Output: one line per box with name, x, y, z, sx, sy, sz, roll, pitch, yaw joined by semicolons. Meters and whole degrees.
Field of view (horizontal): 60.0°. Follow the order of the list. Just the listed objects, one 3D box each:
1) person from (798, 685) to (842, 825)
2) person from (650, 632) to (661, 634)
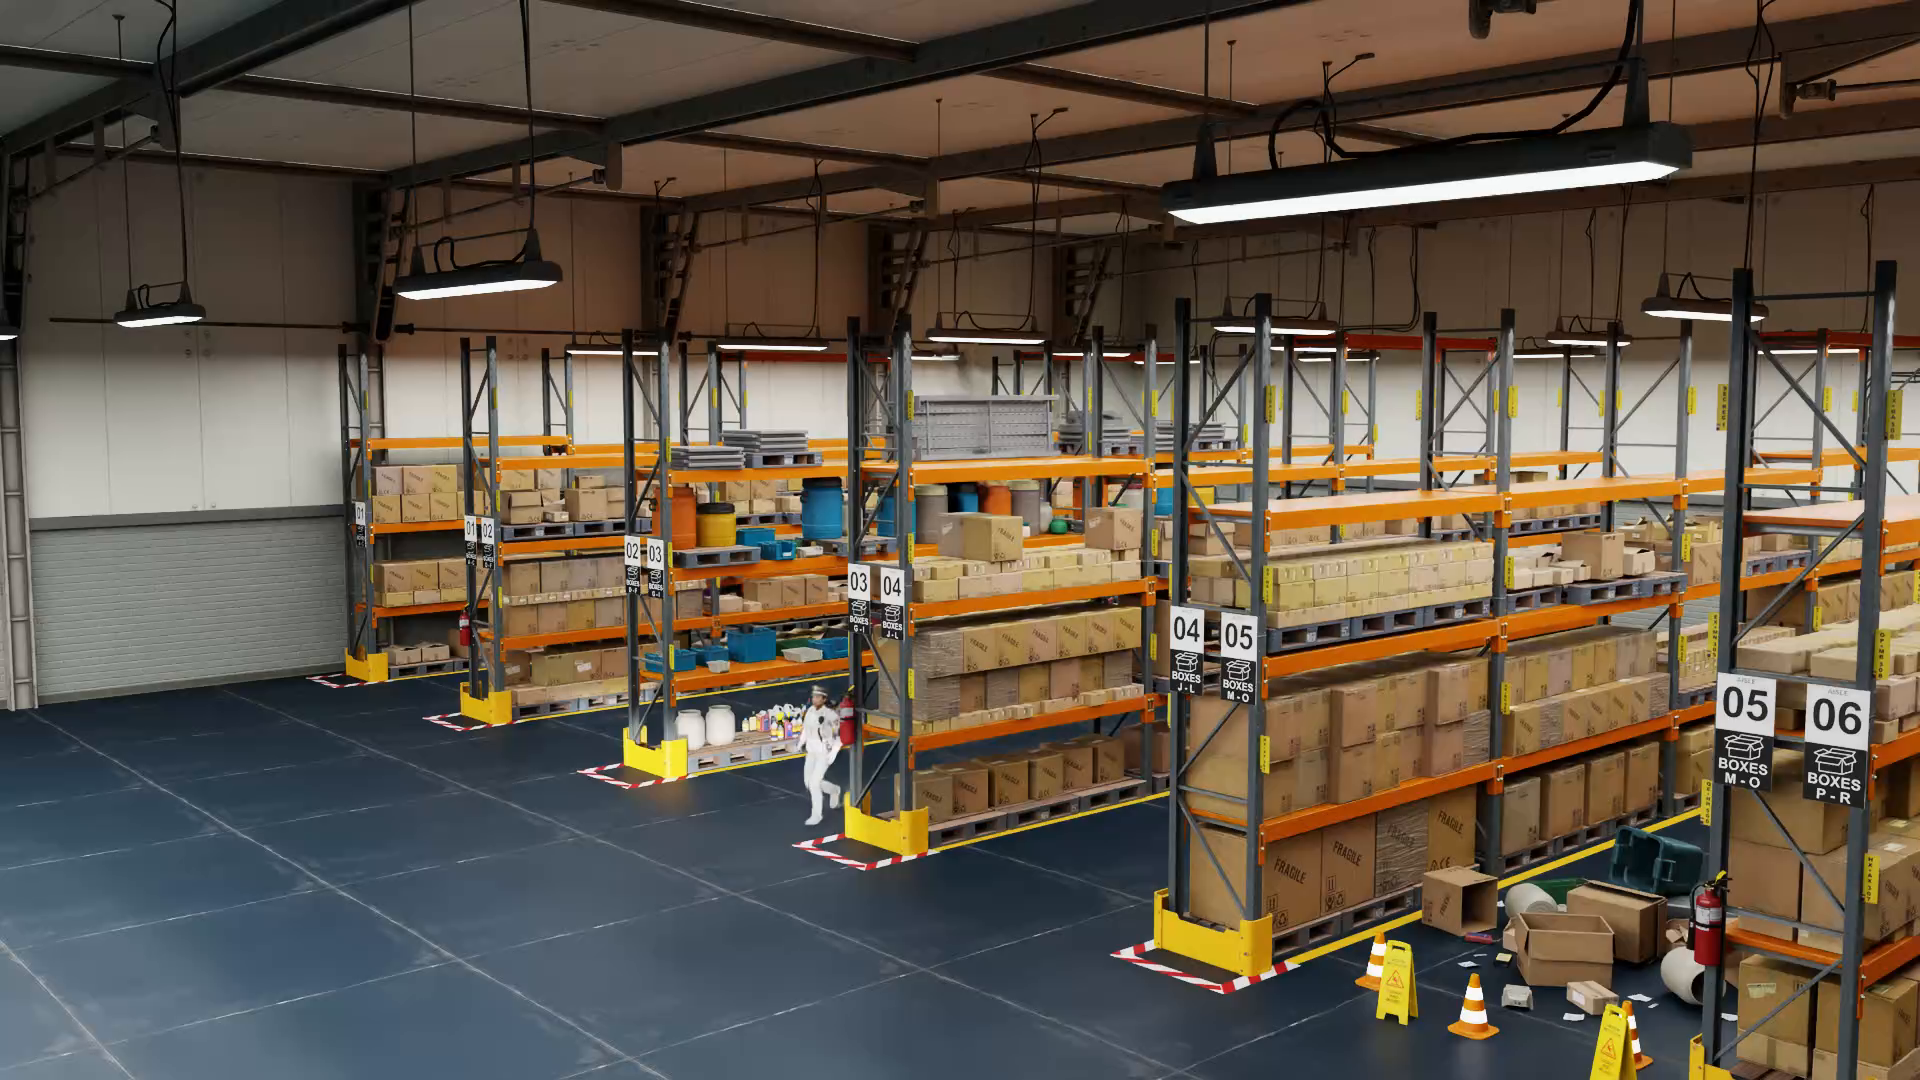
person;-1.678;2.567;20.040;0.596;1.669;0.608;5;7;42
person;-5.633;1.523;30.993;0.770;1.721;0.526;4;6;36
